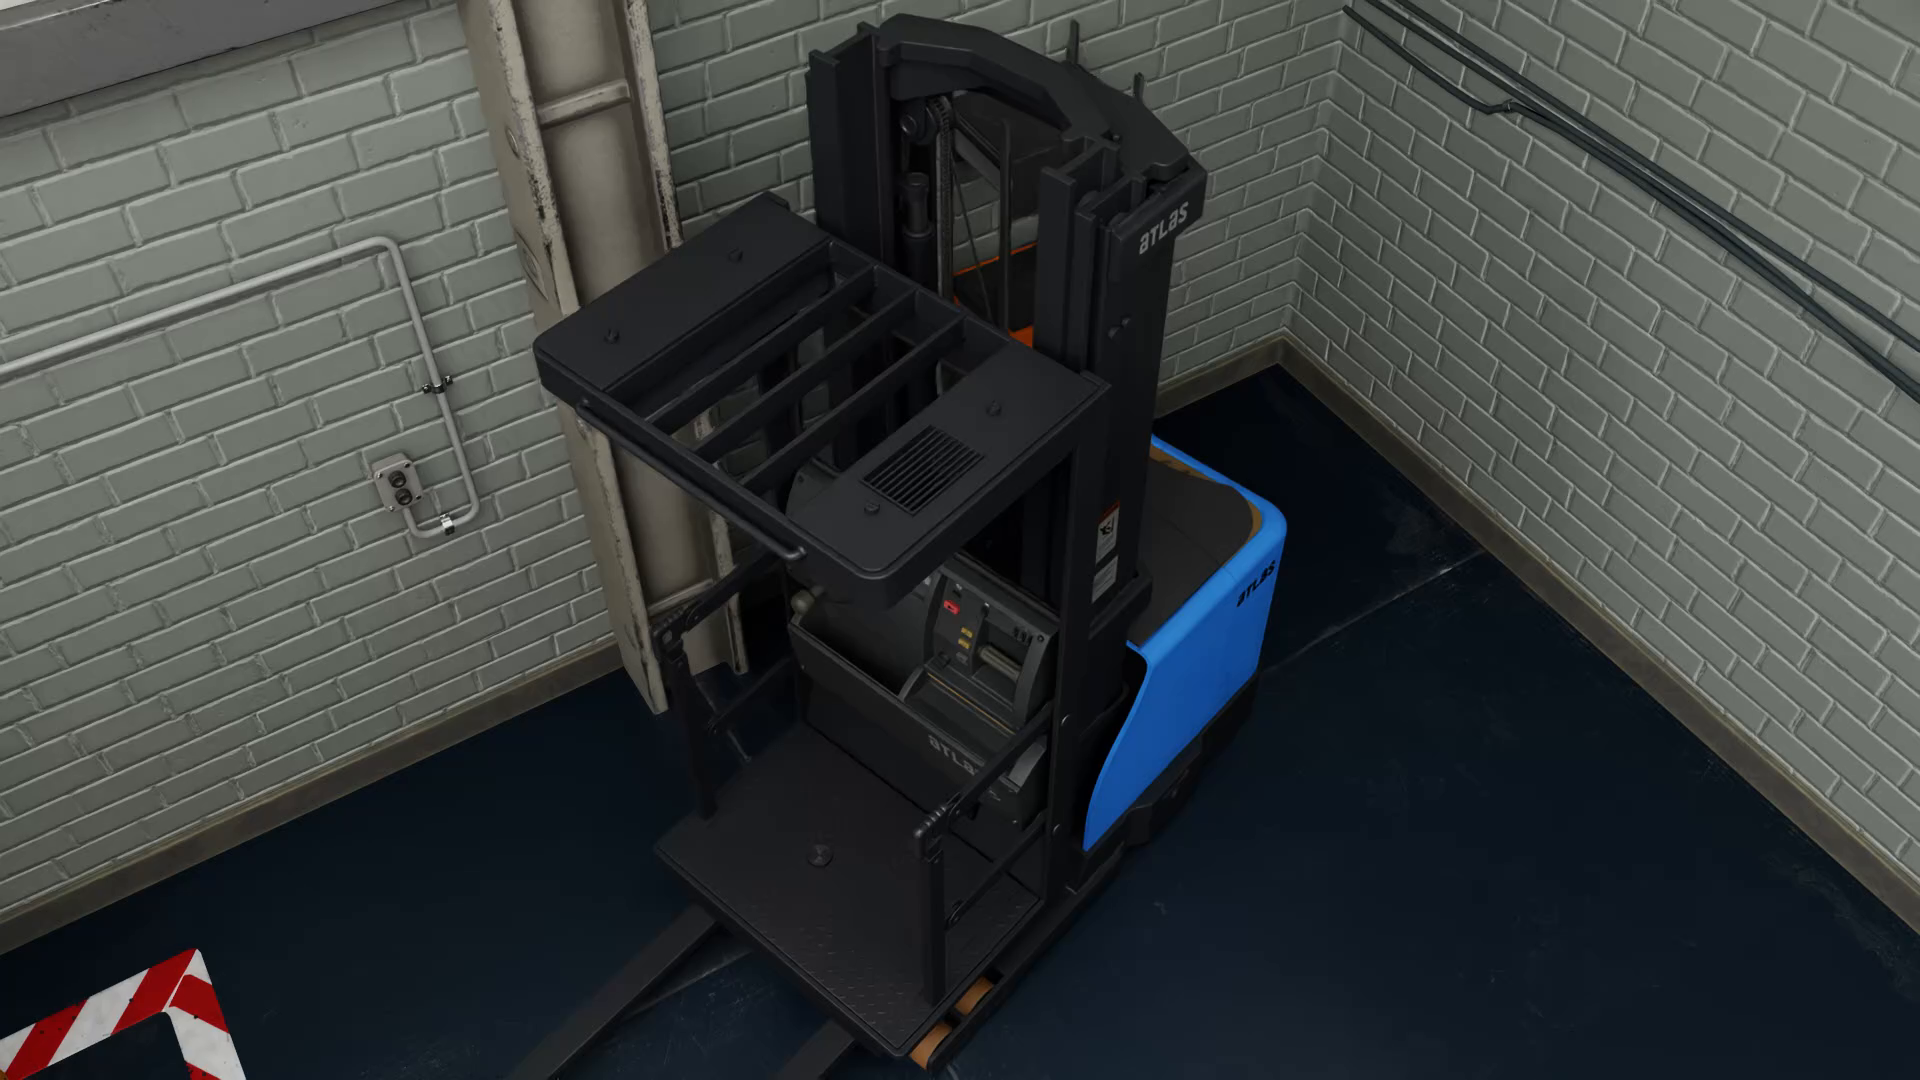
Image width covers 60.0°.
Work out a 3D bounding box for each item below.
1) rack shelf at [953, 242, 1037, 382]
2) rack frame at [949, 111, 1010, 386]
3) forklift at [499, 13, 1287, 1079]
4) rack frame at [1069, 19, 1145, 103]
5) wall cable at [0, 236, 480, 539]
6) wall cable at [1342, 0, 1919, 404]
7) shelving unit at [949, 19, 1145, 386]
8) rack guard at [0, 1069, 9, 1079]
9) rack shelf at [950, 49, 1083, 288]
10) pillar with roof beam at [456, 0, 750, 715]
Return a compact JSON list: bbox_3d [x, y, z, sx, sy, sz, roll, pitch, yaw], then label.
[{"bbox_3d":[0.267,-0.742,5.961,0.480,0.518,0.431,-24,51,-20],"label":"rack shelf"},{"bbox_3d":[0.057,-0.659,5.869,0.015,2.100,0.400,-24,51,-20],"label":"rack frame"},{"bbox_3d":[-0.275,0.248,4.512,1.130,2.935,3.031,33,56,26],"label":"forklift"},{"bbox_3d":[0.478,-0.844,6.033,0.015,2.100,0.400,-24,51,-20],"label":"rack frame"},{"bbox_3d":[-2.280,-0.351,4.319,1.851,1.984,0.084,-25,53,-21],"label":"wall cable"},{"bbox_3d":[2.116,-1.896,4.437,0.112,2.526,3.097,-25,53,-21],"label":"wall cable"},{"bbox_3d":[0.267,-0.752,5.951,0.503,2.100,0.431,-24,51,-20],"label":"shelving unit"},{"bbox_3d":[-2.838,1.916,4.654,0.348,0.500,1.175,-25,53,-21],"label":"rack guard"},{"bbox_3d":[0.258,-1.218,5.448,0.480,0.518,0.431,-24,51,-20],"label":"rack shelf"},{"bbox_3d":[1.260,0.196,0.495,0.400,9.000,9.100,-25,53,-21],"label":"pillar with roof beam"}]
